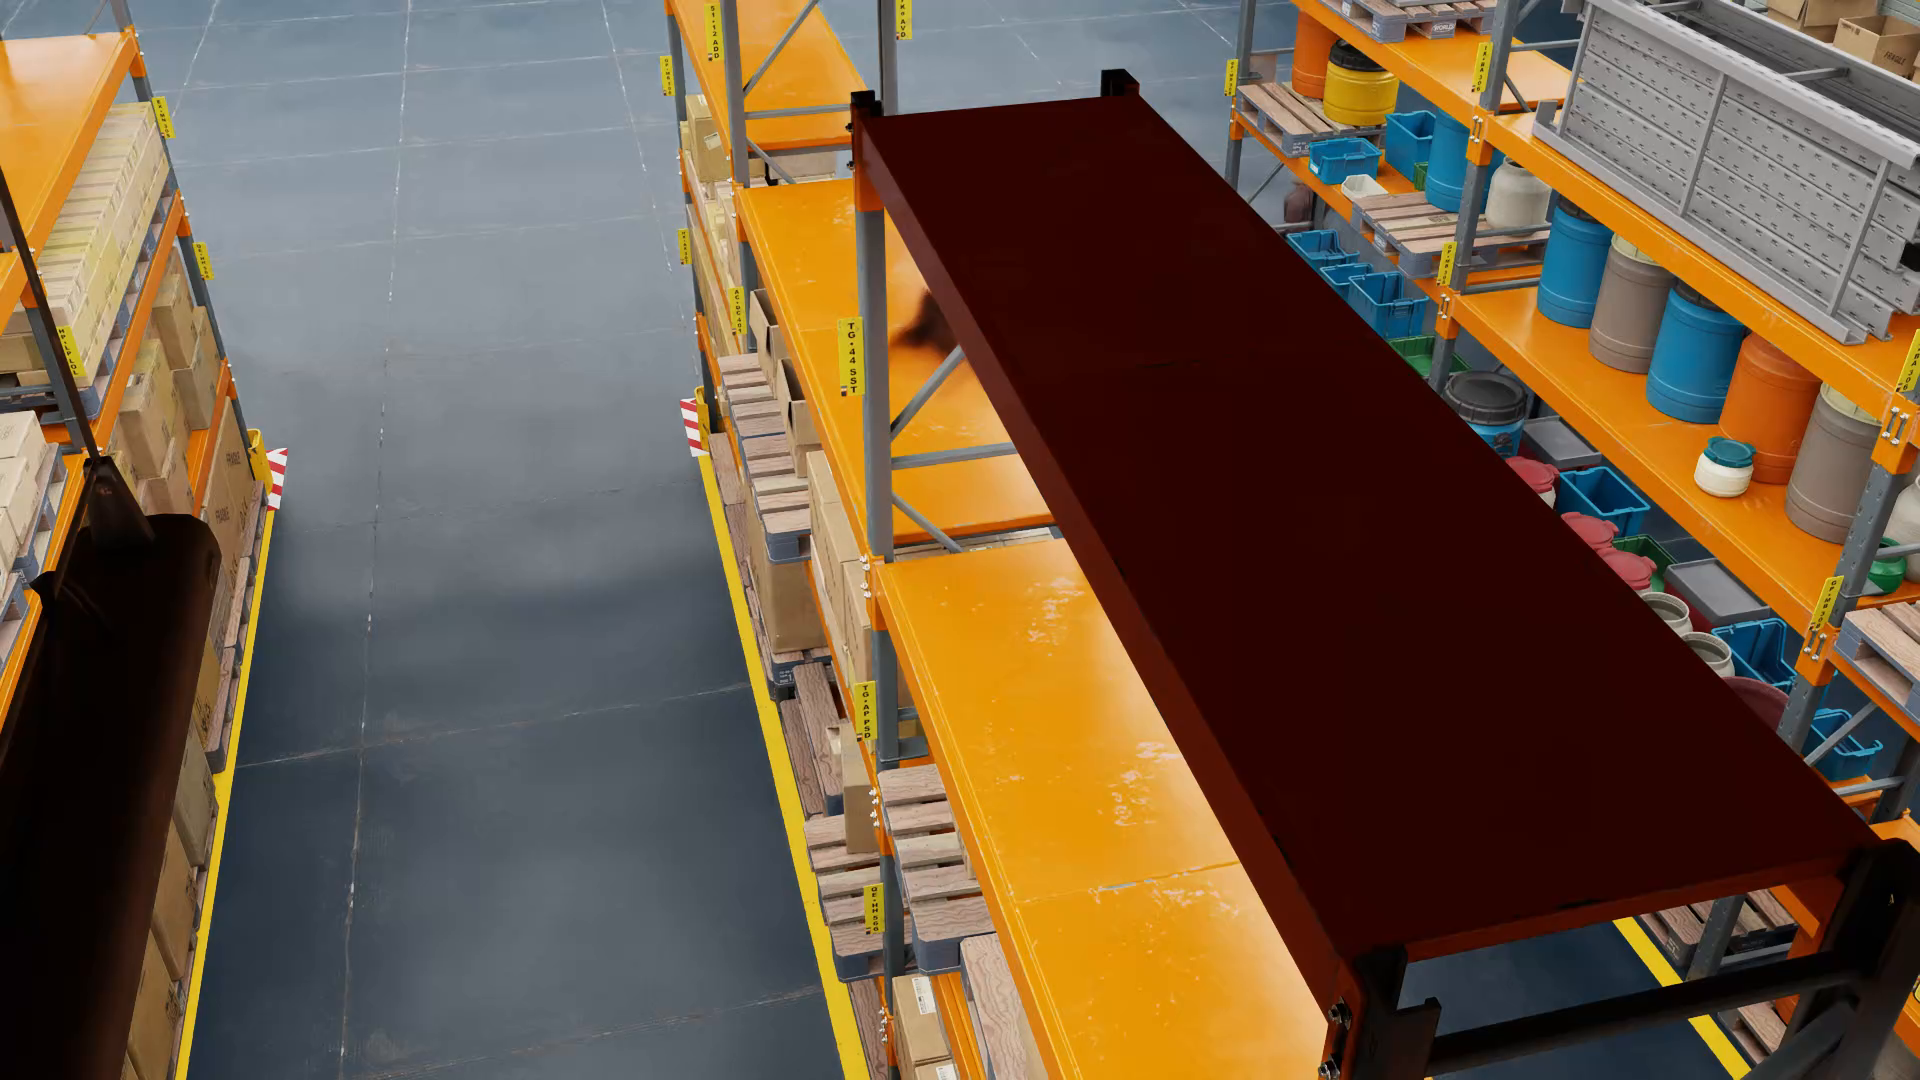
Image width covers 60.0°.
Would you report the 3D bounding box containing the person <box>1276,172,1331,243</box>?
[{"bbox_3d":[3.474,-2.982,17.101,0.605,1.520,0.746,20,39,26],"label":"person"}]
